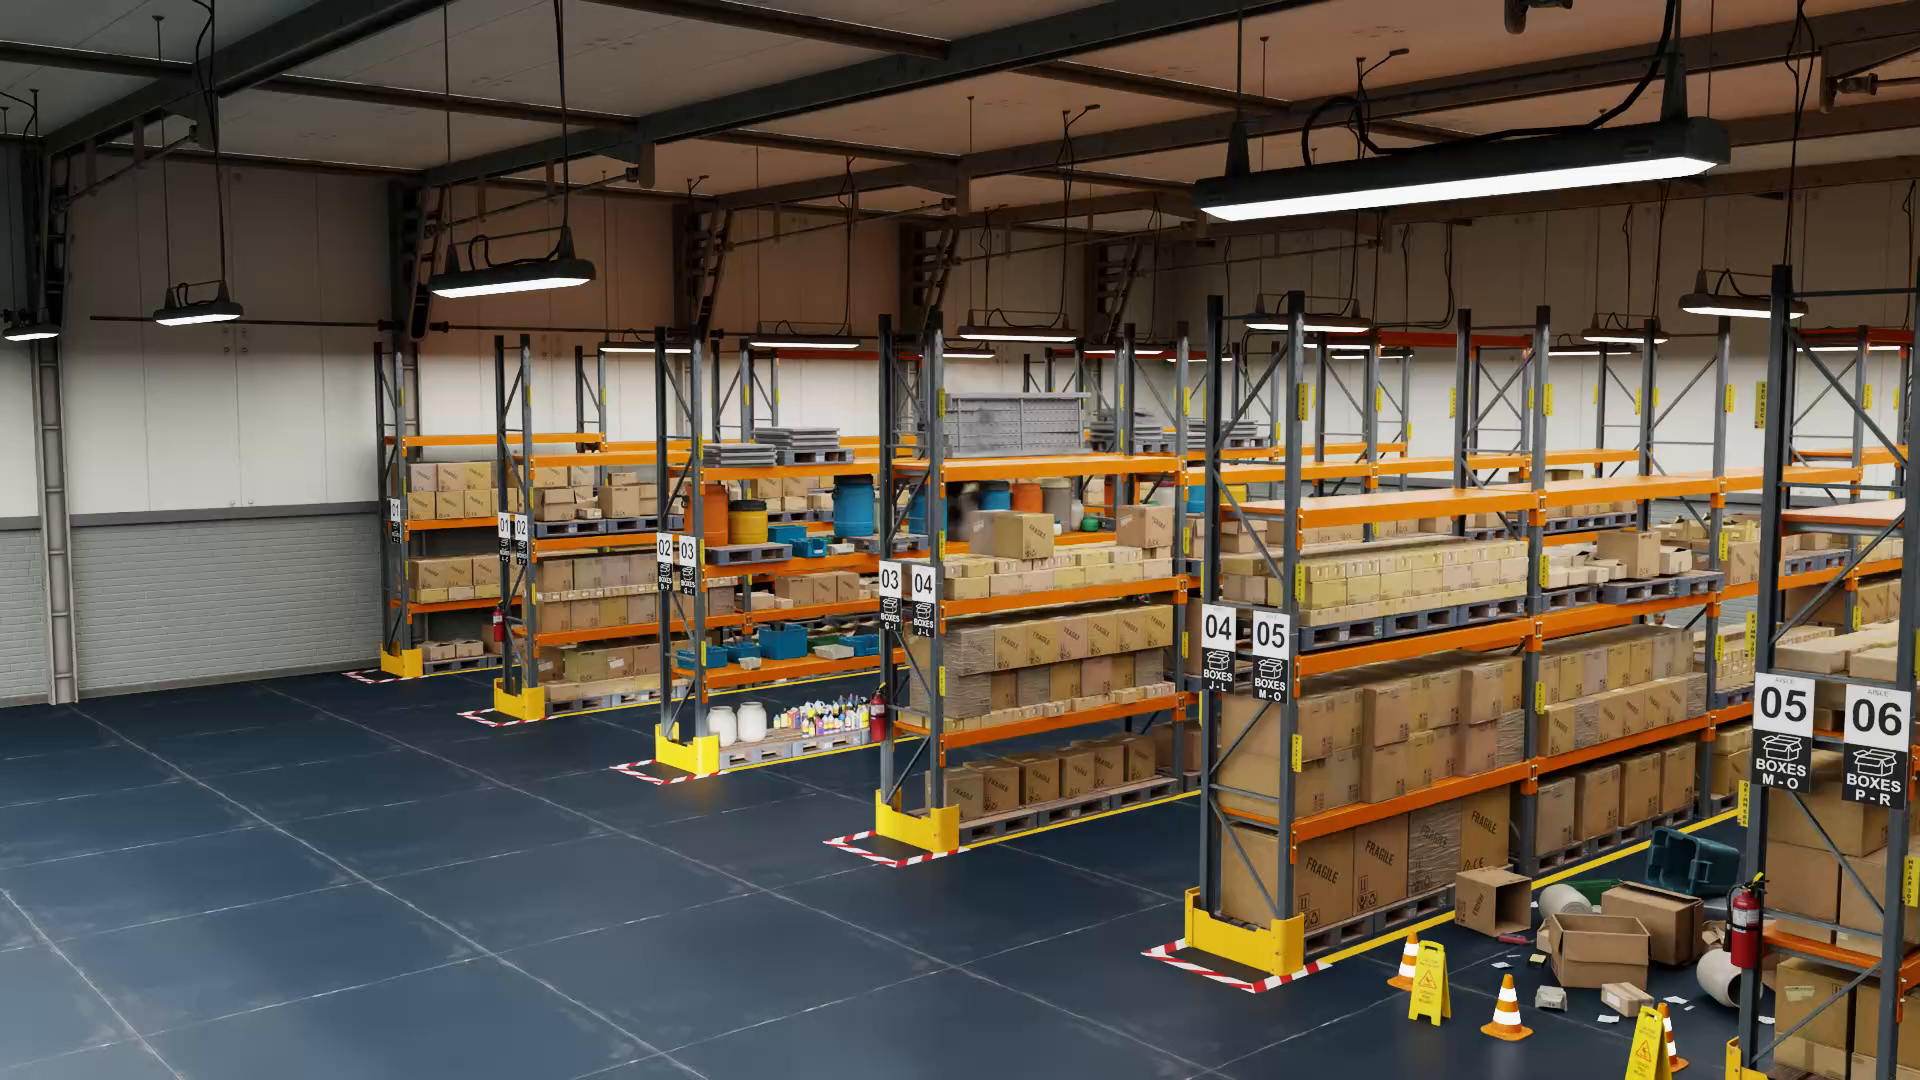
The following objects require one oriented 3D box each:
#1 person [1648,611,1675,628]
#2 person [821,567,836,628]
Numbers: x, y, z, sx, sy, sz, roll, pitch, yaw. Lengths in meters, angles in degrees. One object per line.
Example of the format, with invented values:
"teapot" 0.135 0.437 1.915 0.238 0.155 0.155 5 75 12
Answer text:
"person" 11.141 1.920 26.544 0.608 1.662 0.903 4 7 37
"person" -2.681 1.248 33.575 0.600 1.721 0.761 4 7 39
